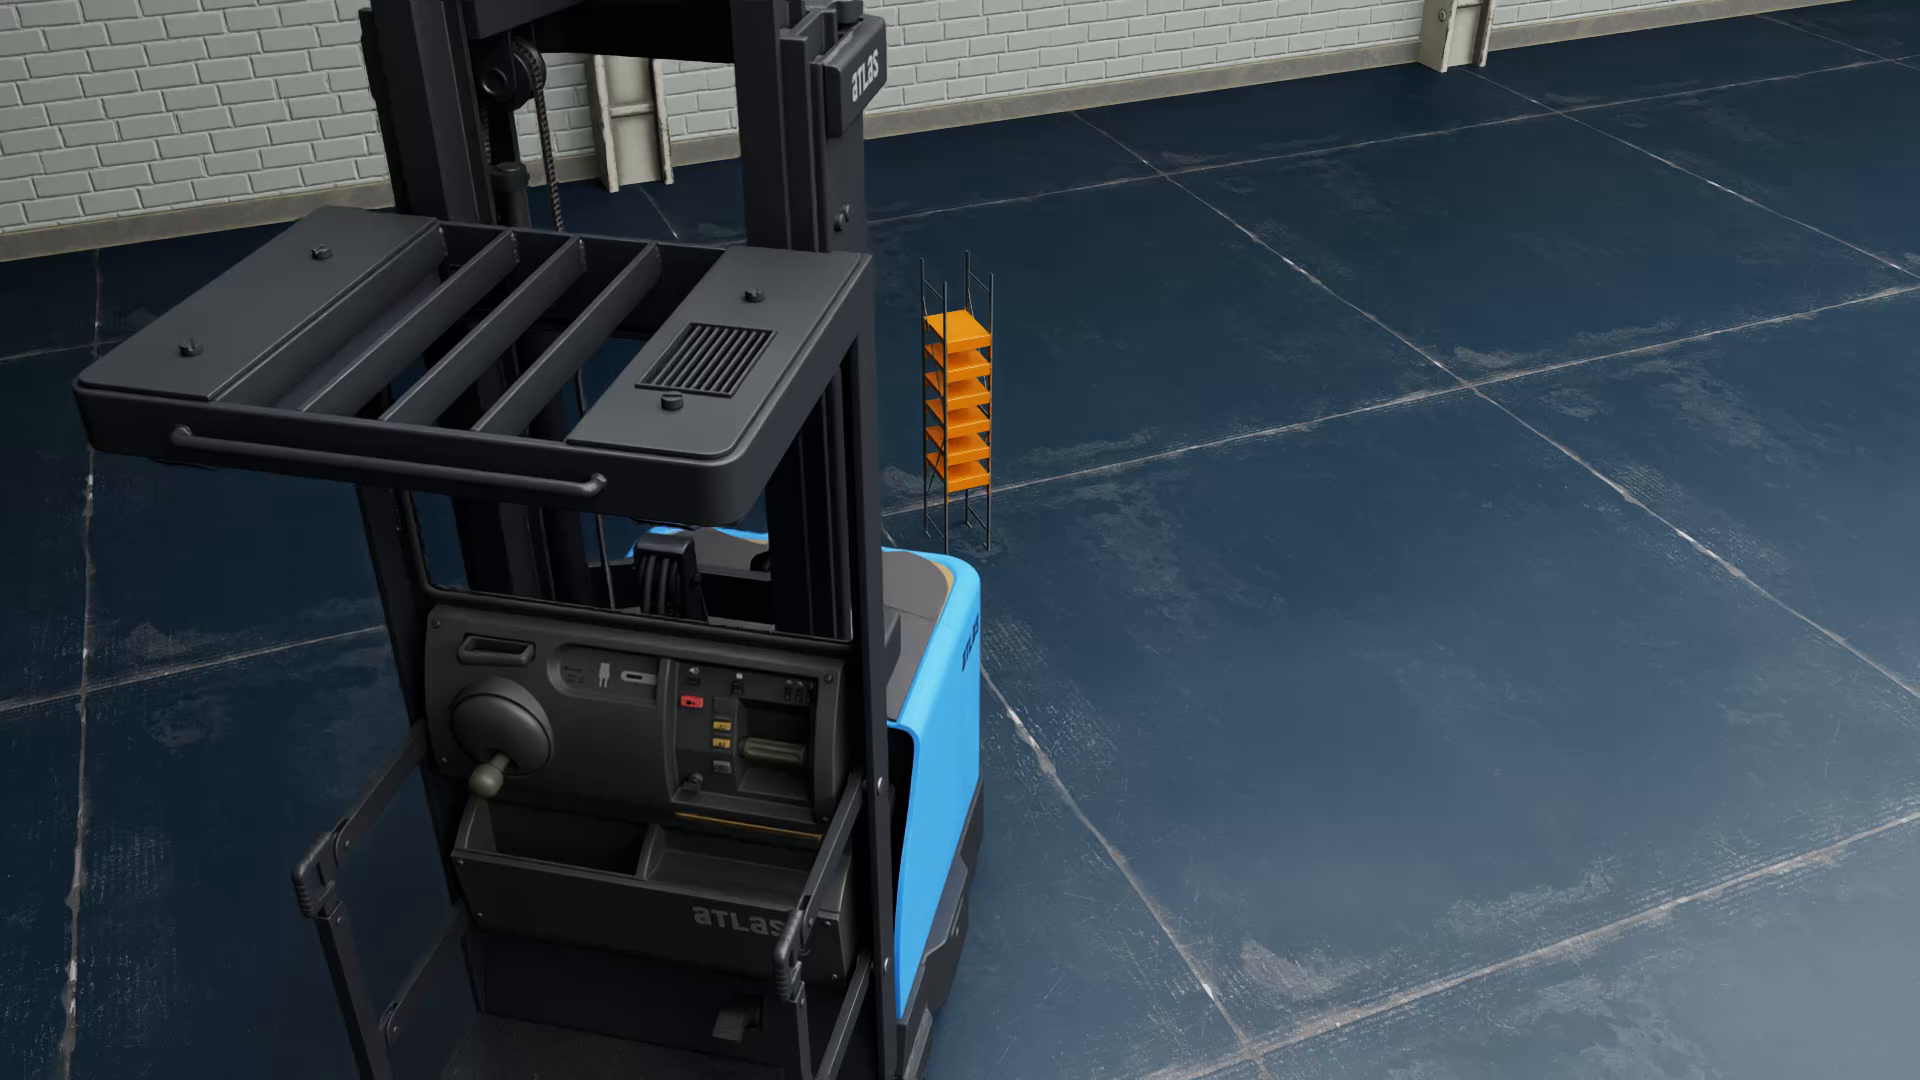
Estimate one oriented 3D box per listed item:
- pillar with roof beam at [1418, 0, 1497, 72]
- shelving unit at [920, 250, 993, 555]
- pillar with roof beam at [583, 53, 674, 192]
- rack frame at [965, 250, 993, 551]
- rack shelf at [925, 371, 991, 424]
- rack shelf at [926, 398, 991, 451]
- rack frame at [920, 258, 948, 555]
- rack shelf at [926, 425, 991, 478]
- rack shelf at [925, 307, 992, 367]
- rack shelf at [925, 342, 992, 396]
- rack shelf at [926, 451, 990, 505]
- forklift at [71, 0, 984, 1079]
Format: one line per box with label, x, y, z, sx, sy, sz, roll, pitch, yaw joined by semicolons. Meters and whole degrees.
pillar with roof beam;5.226;-5.071;6.292;0.400;9.000;9.100;-13;35;-19
shelving unit;-0.013;-0.500;6.418;0.189;1.200;0.258;-13;35;-19
pillar with roof beam;-0.306;-3.804;4.345;0.400;9.000;9.100;-13;35;-19
rack frame;0.071;-0.519;6.448;0.006;1.200;0.240;-13;35;-19
rack shelf;-0.013;-0.563;6.377;0.180;0.103;0.258;-13;35;-19
rack shelf;-0.013;-0.463;6.442;0.180;0.103;0.258;-13;35;-19
rack frame;-0.098;-0.481;6.388;0.006;1.200;0.240;-13;35;-19
rack shelf;-0.013;-0.362;6.508;0.180;0.103;0.258;-13;35;-19
rack shelf;-0.013;-0.764;6.246;0.180;0.103;0.258;-13;35;-19
rack shelf;-0.013;-0.664;6.311;0.180;0.103;0.258;-13;35;-19
rack shelf;-0.013;-0.261;6.573;0.180;0.103;0.258;-13;35;-19
forklift;-0.750;0.448;3.374;1.130;2.935;3.031;7;34;11
